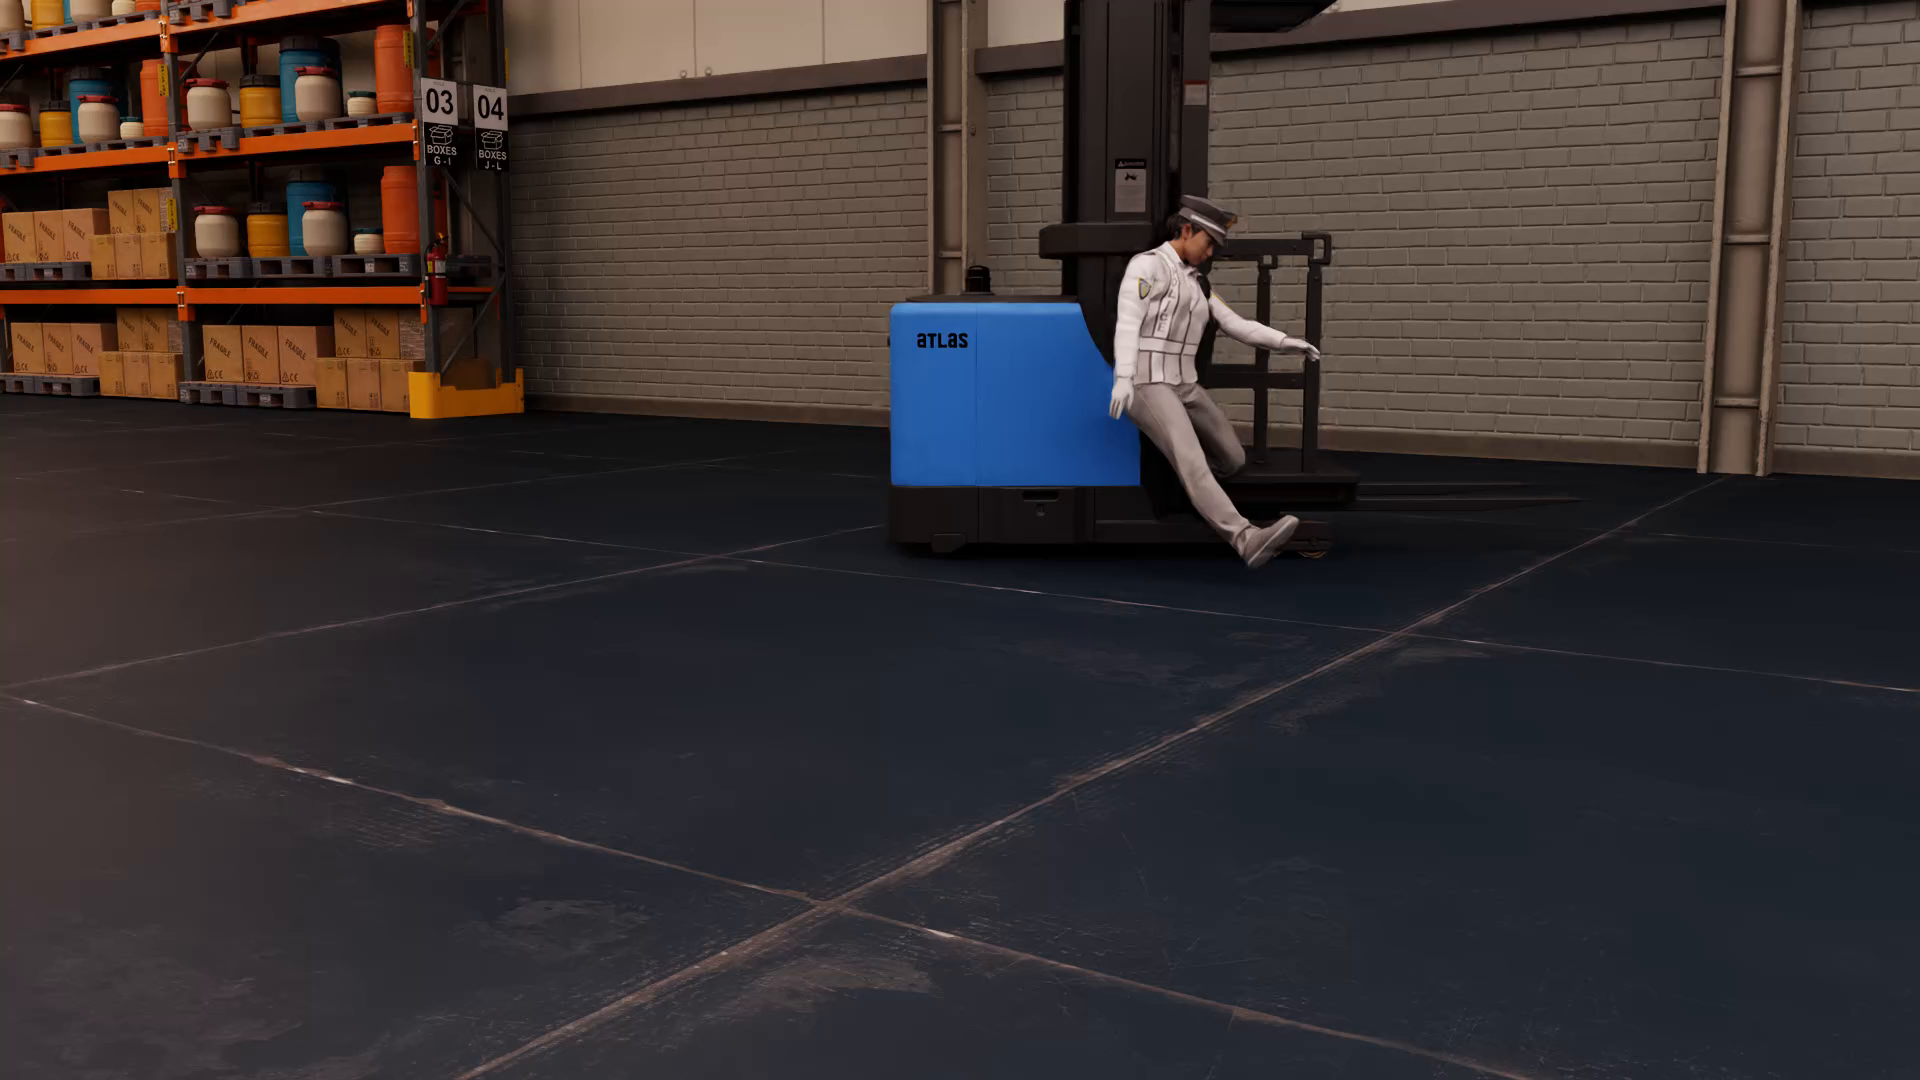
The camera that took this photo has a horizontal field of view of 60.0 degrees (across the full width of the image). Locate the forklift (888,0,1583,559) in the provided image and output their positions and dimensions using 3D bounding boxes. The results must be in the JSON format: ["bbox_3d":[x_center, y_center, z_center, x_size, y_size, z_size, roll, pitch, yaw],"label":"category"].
[{"bbox_3d":[1.195,-1.445,7.358,3.031,2.935,1.130,0,8,-2],"label":"forklift"}]

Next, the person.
[{"bbox_3d":[1.027,-0.651,6.619,1.045,1.439,0.904,8,11,44],"label":"person"}]
